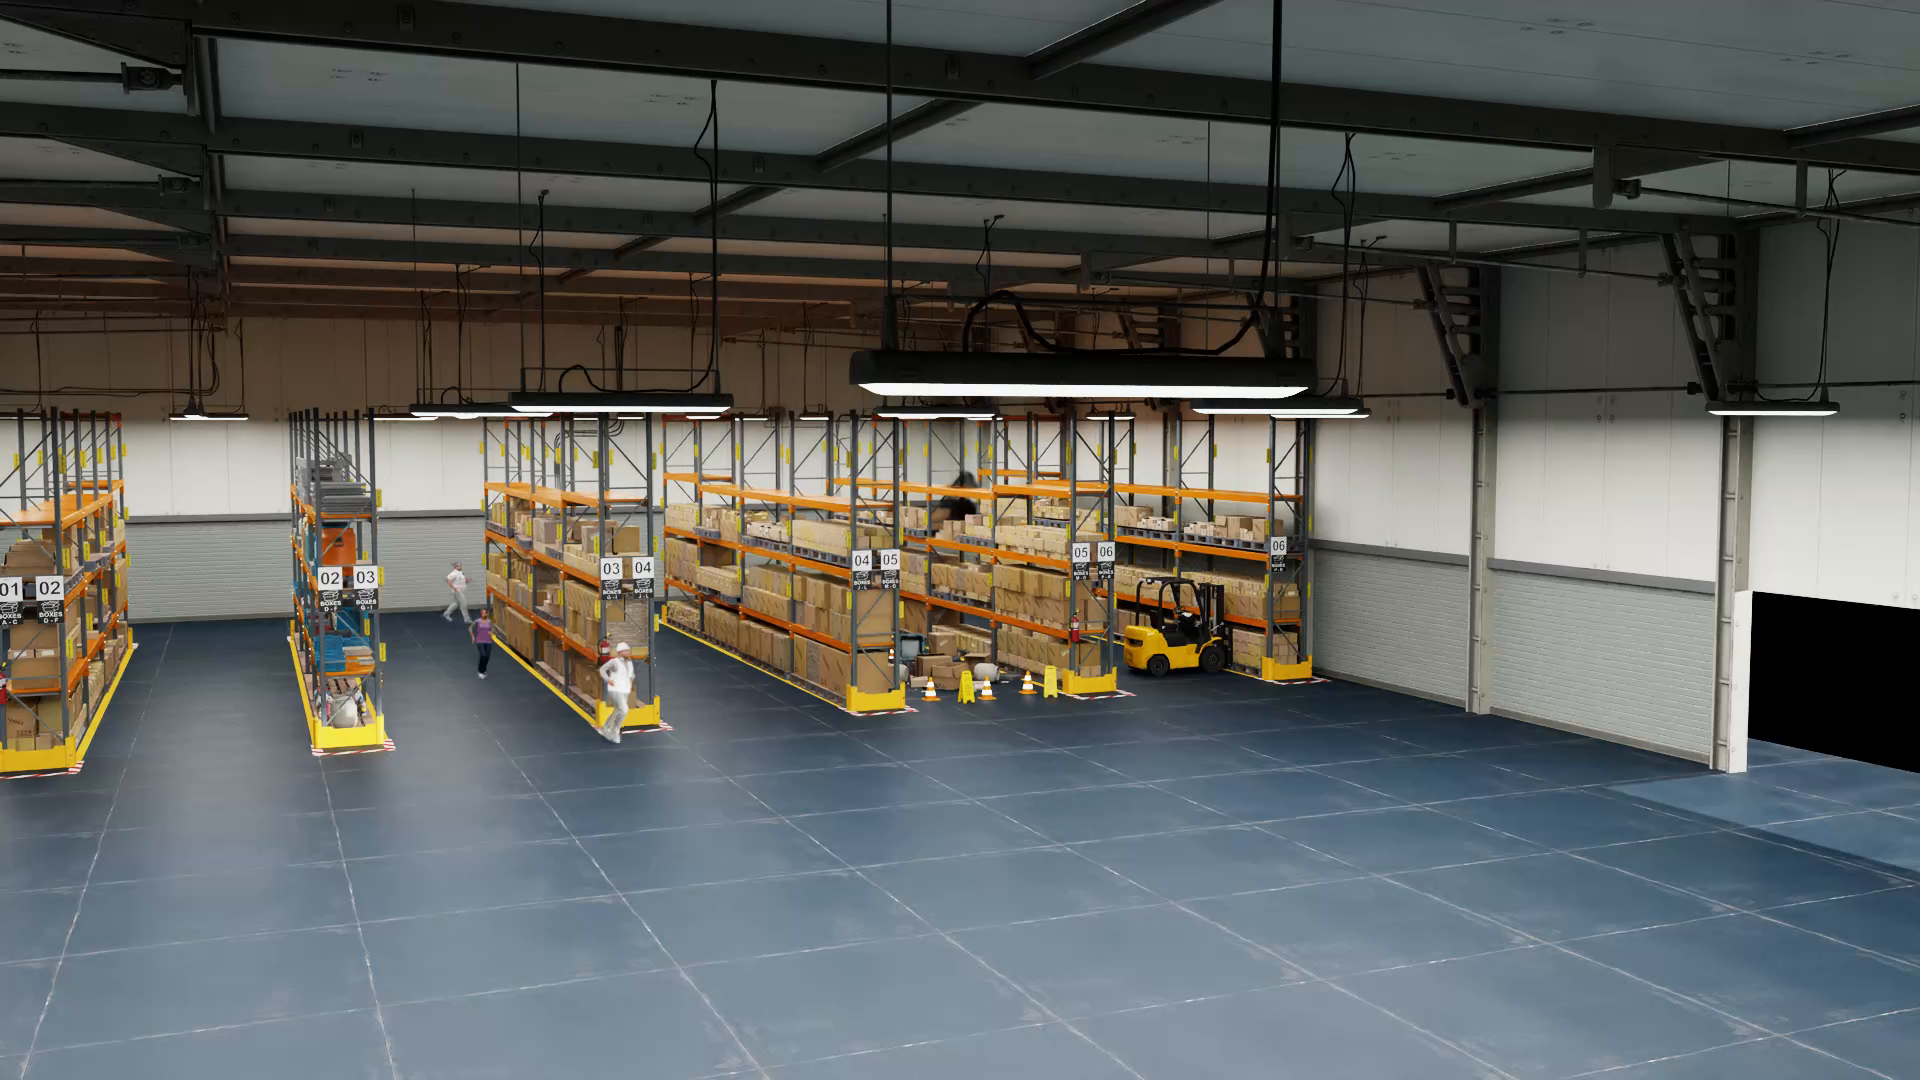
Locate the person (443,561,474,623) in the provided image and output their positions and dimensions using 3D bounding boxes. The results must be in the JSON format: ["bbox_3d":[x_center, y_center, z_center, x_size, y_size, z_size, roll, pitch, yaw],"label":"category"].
[{"bbox_3d":[-14.354,1.486,47.586,0.966,1.786,0.658,0,4,-6],"label":"person"}]

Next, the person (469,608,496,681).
[{"bbox_3d":[-10.631,2.324,37.119,0.510,1.607,0.676,-3,5,-34],"label":"person"}]

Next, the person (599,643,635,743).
[{"bbox_3d":[-6.174,2.754,30.086,0.665,1.807,0.647,2,5,28],"label":"person"}]
